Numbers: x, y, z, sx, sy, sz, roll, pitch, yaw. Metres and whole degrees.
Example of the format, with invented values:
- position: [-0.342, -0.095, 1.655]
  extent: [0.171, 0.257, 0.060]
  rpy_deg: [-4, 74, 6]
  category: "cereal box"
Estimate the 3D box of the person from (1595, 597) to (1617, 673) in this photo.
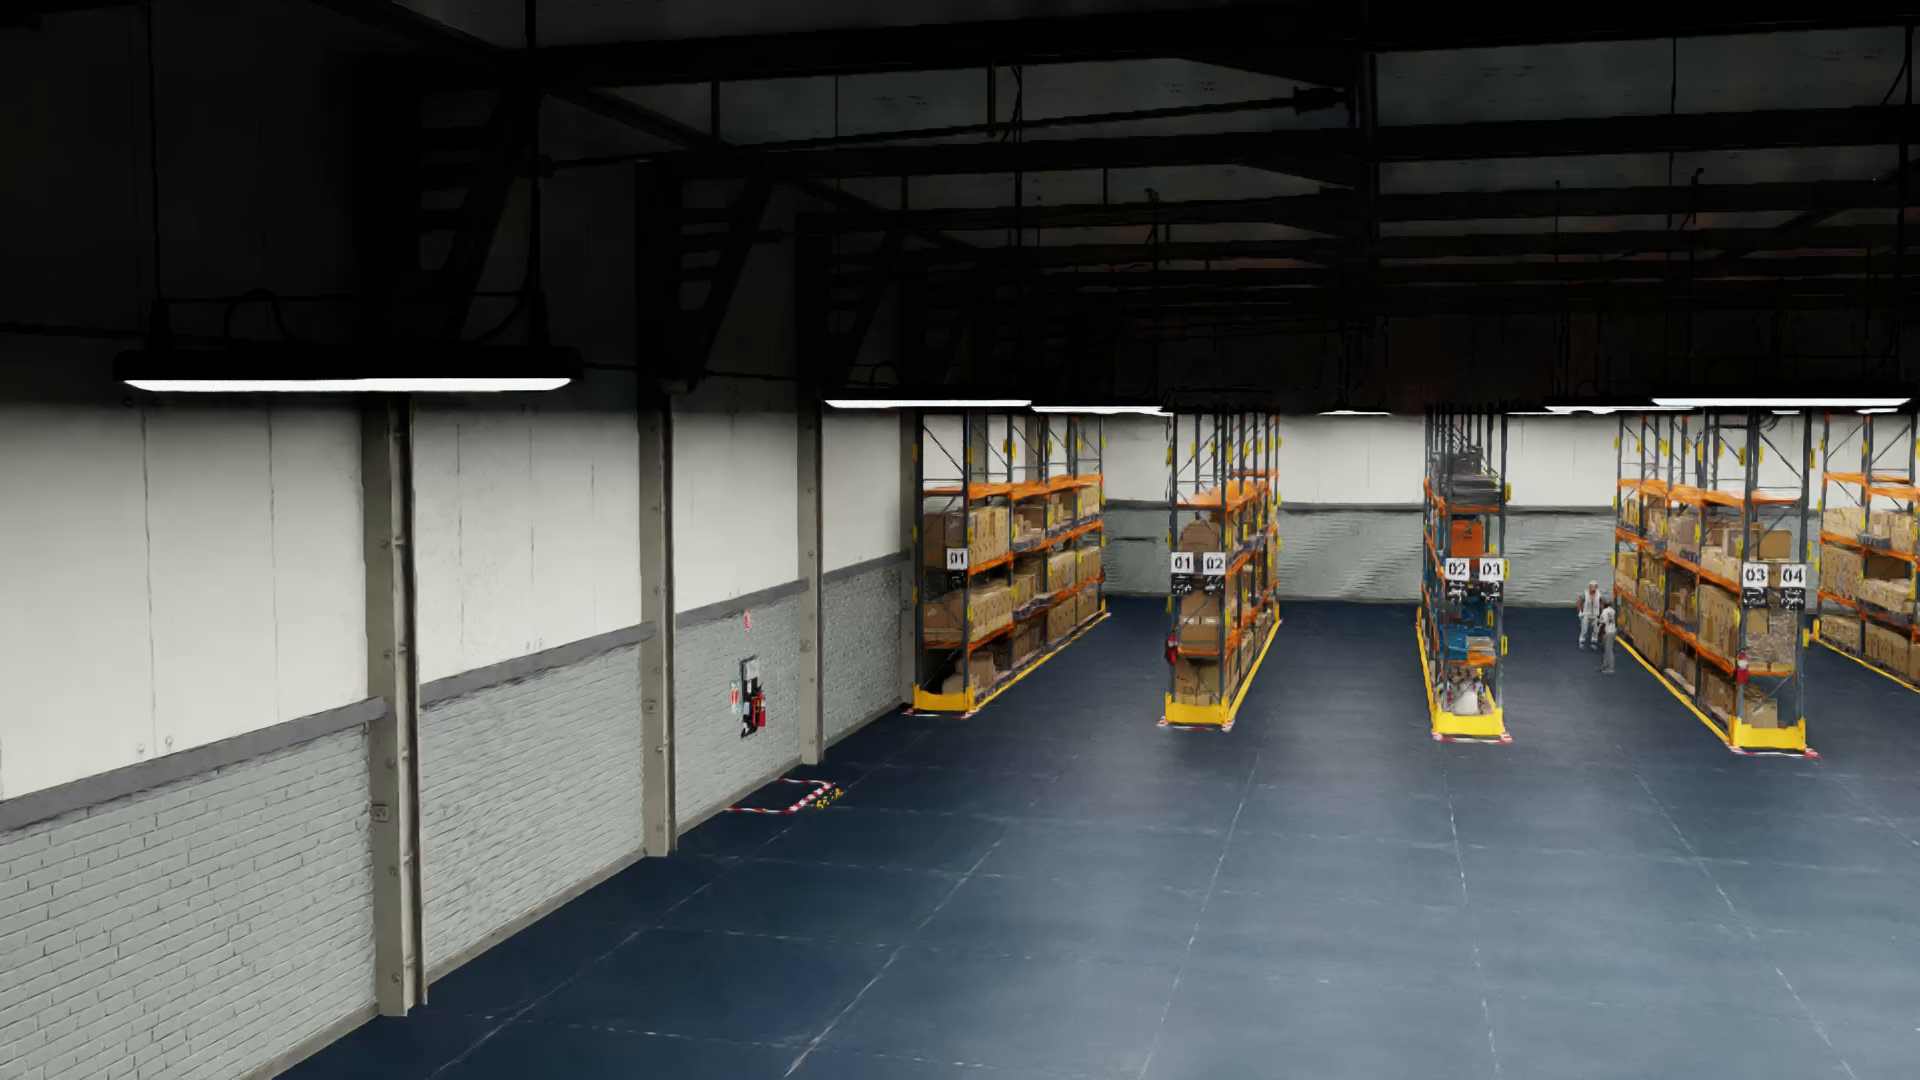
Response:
- position: [14.532, 2.117, 37.386]
  extent: [0.551, 1.665, 0.574]
  rpy_deg: [4, 6, 44]
  category: "person"

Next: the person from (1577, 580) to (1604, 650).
- position: [15.487, 1.848, 40.809]
  extent: [0.677, 1.742, 0.552]
  rpy_deg: [1, 4, 14]
  category: "person"
